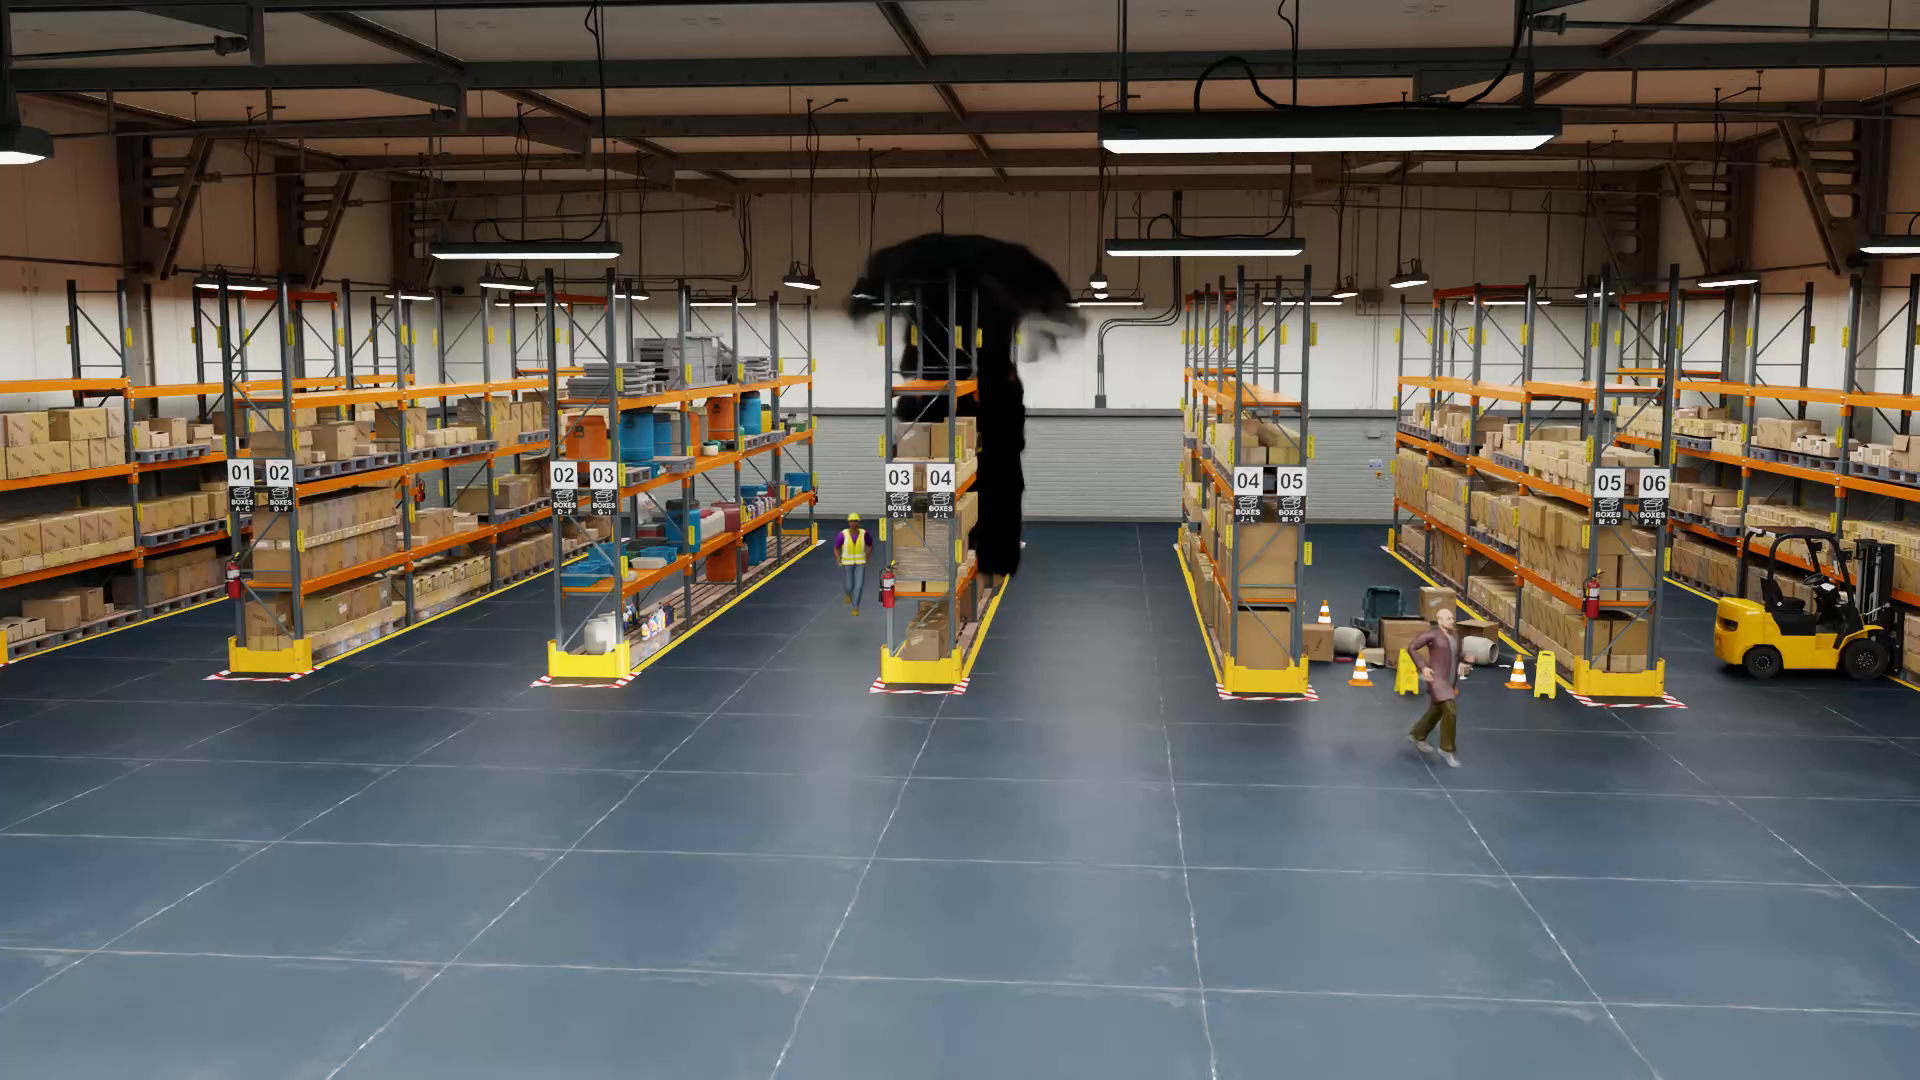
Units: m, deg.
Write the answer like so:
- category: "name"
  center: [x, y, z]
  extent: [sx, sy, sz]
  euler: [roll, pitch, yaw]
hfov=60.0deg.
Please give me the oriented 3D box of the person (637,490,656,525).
- category: "person"
  center: [-7.273, -0.498, 38.314]
  extent: [0.569, 1.648, 0.924]
  euler: [0, 7, 0]

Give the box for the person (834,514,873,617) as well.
- category: "person"
  center: [-1.811, 0.410, 28.457]
  extent: [0.684, 1.745, 0.697]
  euler: [-1, 7, -8]

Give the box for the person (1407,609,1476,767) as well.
- category: "person"
  center: [5.700, 1.731, 19.765]
  extent: [0.688, 1.850, 0.881]
  euler: [-6, 9, -40]
